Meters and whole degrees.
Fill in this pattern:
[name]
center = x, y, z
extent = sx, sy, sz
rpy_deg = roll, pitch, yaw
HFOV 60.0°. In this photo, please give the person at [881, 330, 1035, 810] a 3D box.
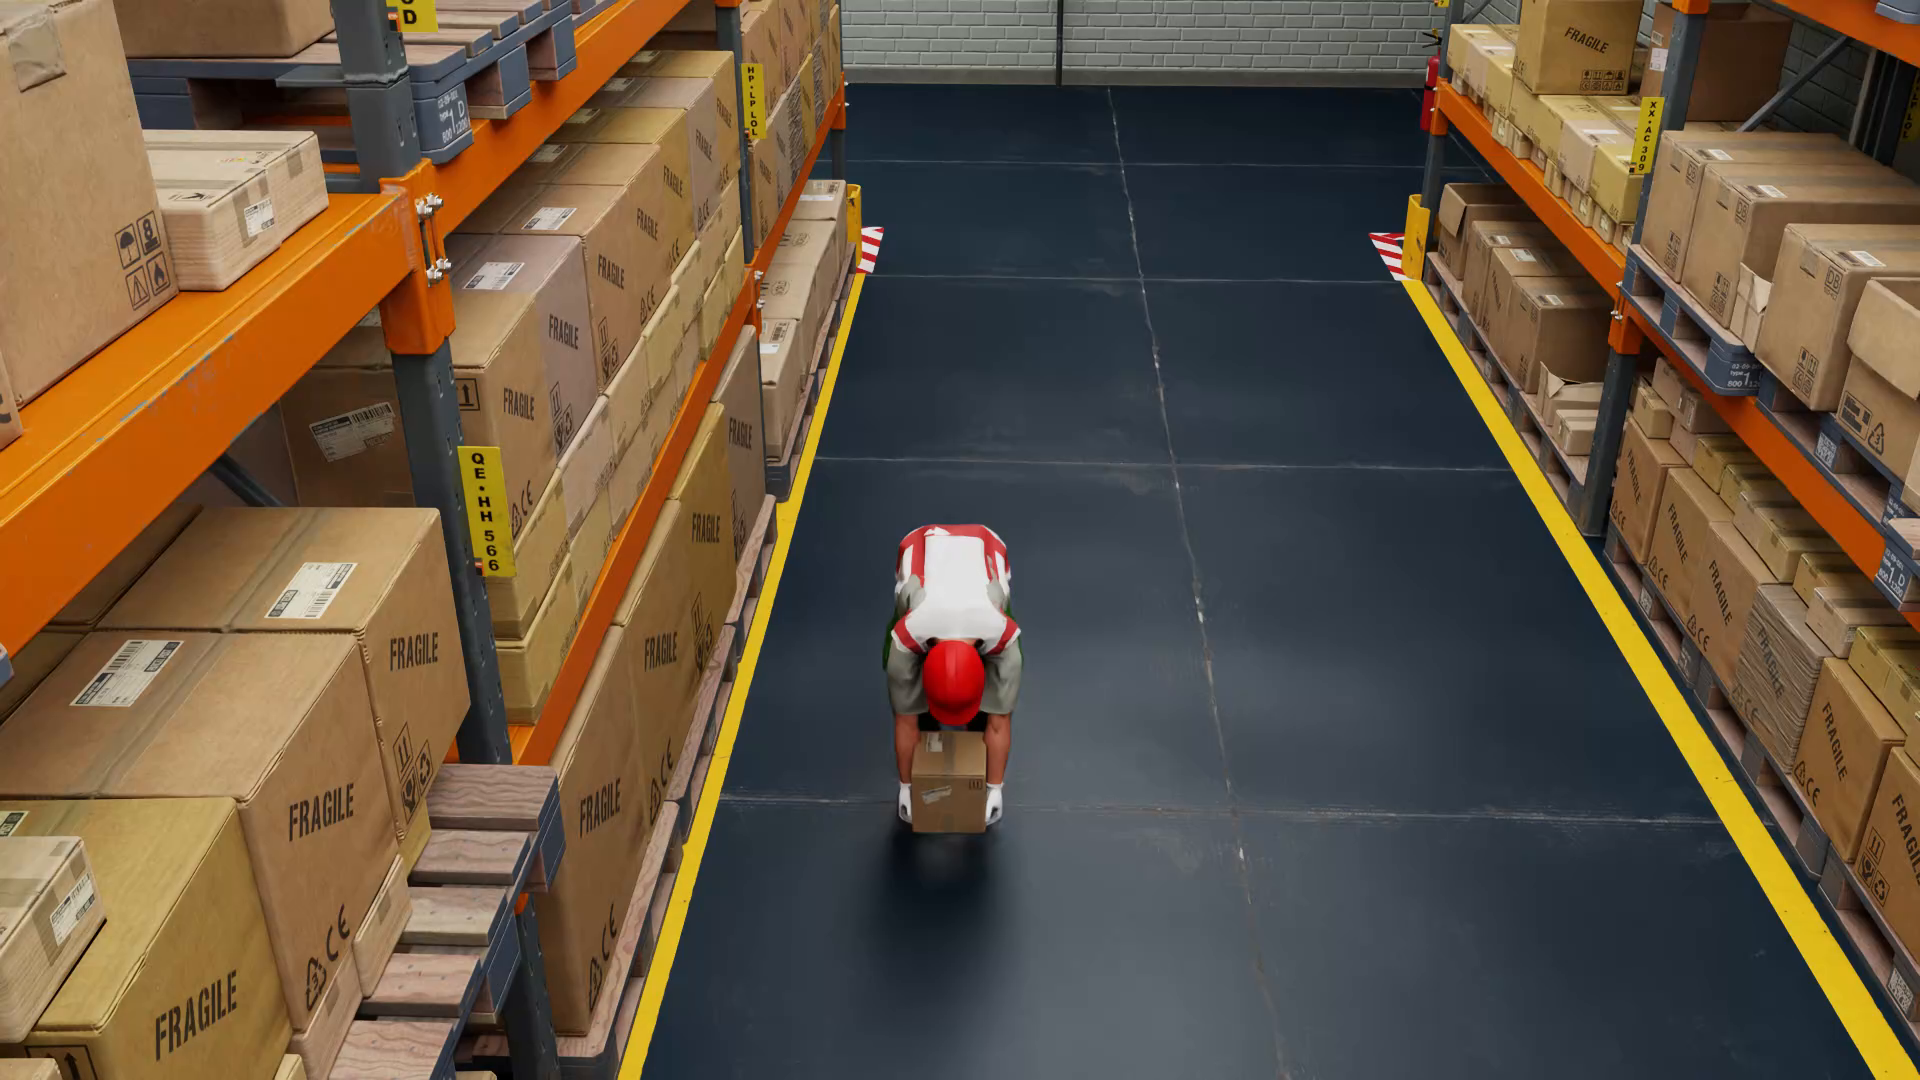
[person]
center = -0.011, 0.158, 5.789
extent = 0.524, 1.794, 0.529
rpy_deg = 1, 28, 2
